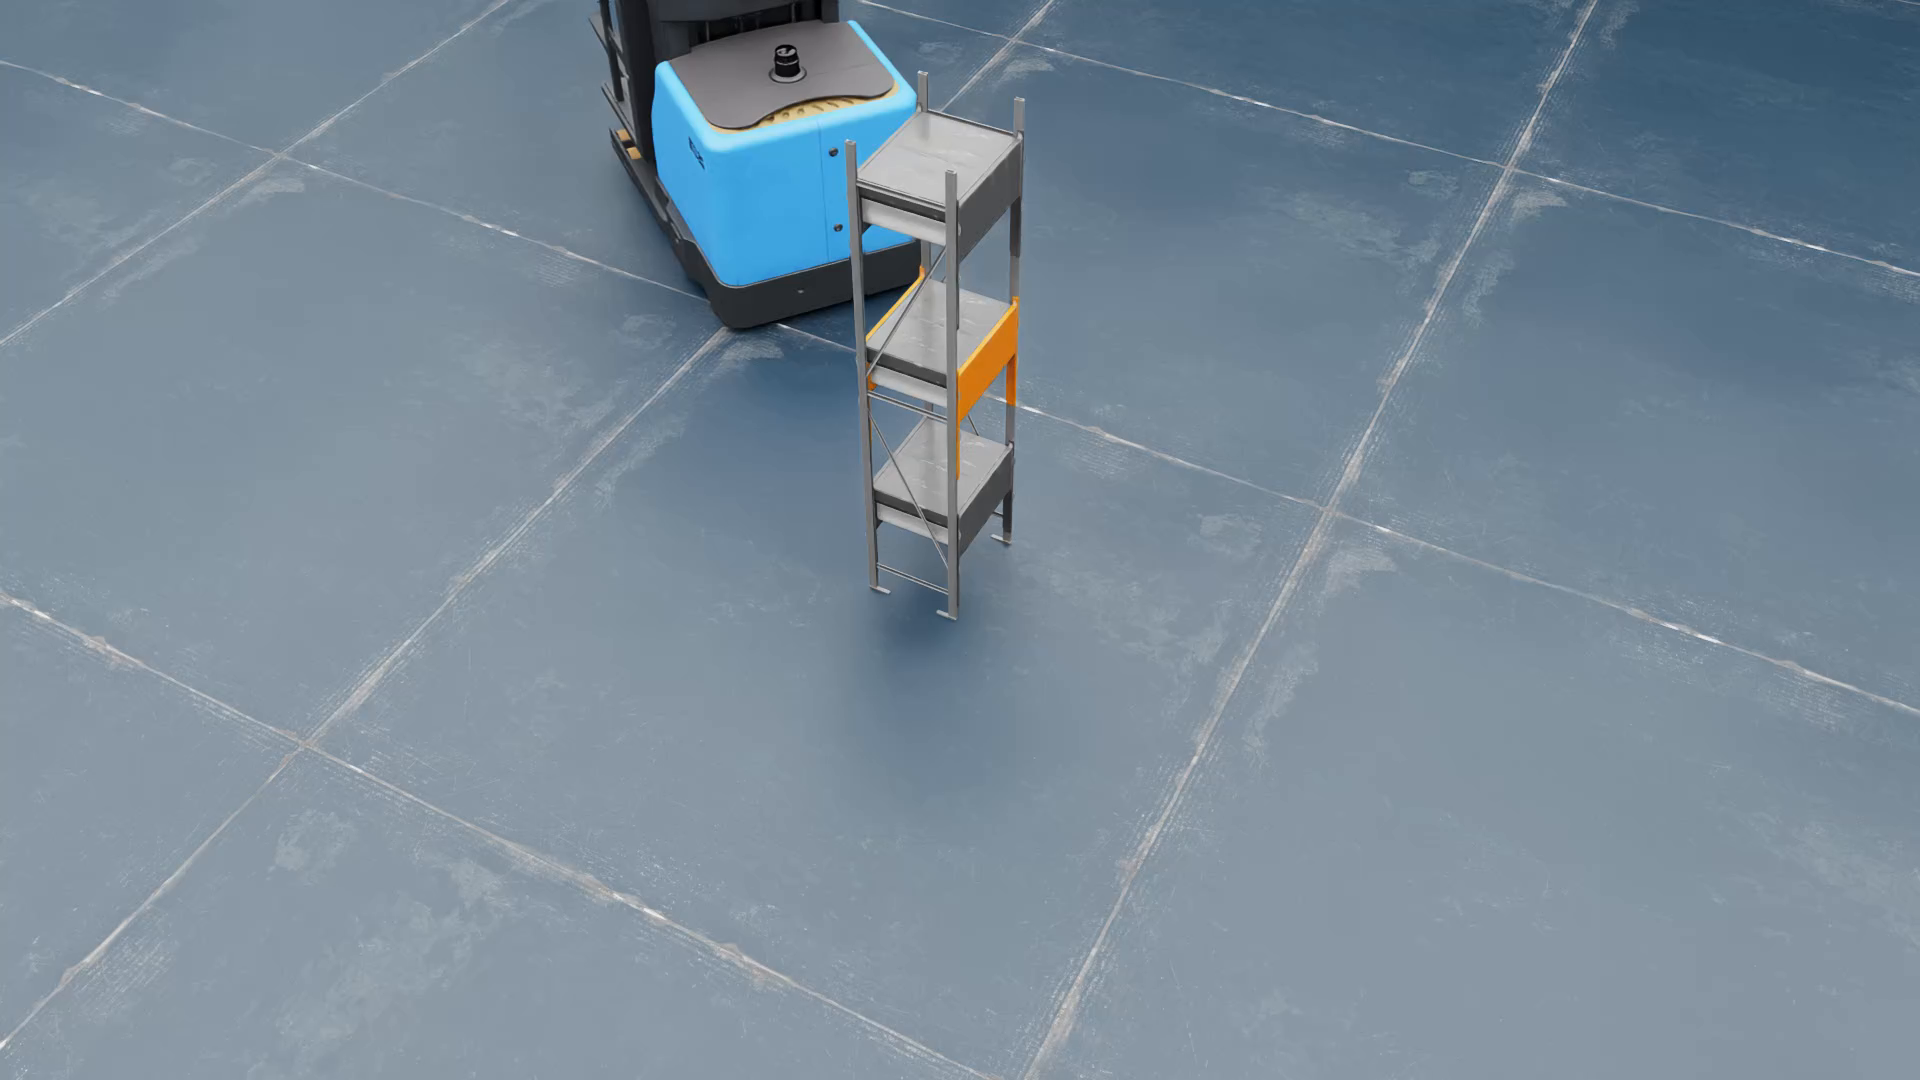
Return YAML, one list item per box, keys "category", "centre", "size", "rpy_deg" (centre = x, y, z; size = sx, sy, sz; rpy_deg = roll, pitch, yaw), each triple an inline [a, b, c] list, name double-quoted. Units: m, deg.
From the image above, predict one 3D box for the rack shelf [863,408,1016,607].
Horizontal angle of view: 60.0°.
- category: "rack shelf"
  centre: [-0.077, -0.132, 6.688]
  size: [0.431, 0.518, 0.480]
  rpy_deg: [20, 49, 19]

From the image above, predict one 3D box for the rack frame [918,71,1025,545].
- category: "rack frame"
  centre: [0.036, -0.788, 6.332]
  size: [0.400, 2.100, 0.015]
  rpy_deg: [20, 49, 19]

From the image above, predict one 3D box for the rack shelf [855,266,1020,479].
- category: "rack shelf"
  centre: [-0.077, -0.624, 6.190]
  size: [0.431, 0.518, 0.480]
  rpy_deg: [20, 49, 19]

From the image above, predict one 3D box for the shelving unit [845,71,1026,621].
- category: "shelving unit"
  centre: [-0.077, -0.634, 6.180]
  size: [0.431, 2.100, 0.503]
  rpy_deg: [20, 49, 19]

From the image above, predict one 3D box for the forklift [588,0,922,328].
- category: "forklift"
  centre: [-1.249, -3.098, 8.031]
  size: [1.130, 2.935, 3.031]
  rpy_deg: [-18, 48, -17]

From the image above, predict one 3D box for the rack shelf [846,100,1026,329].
- category: "rack shelf"
  centre: [-0.077, -1.116, 5.692]
  size: [0.431, 0.518, 0.480]
  rpy_deg: [20, 49, 19]

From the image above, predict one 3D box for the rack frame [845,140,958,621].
- category: "rack frame"
  centre: [-0.190, -0.480, 6.028]
  size: [0.400, 2.100, 0.015]
  rpy_deg: [20, 49, 19]
